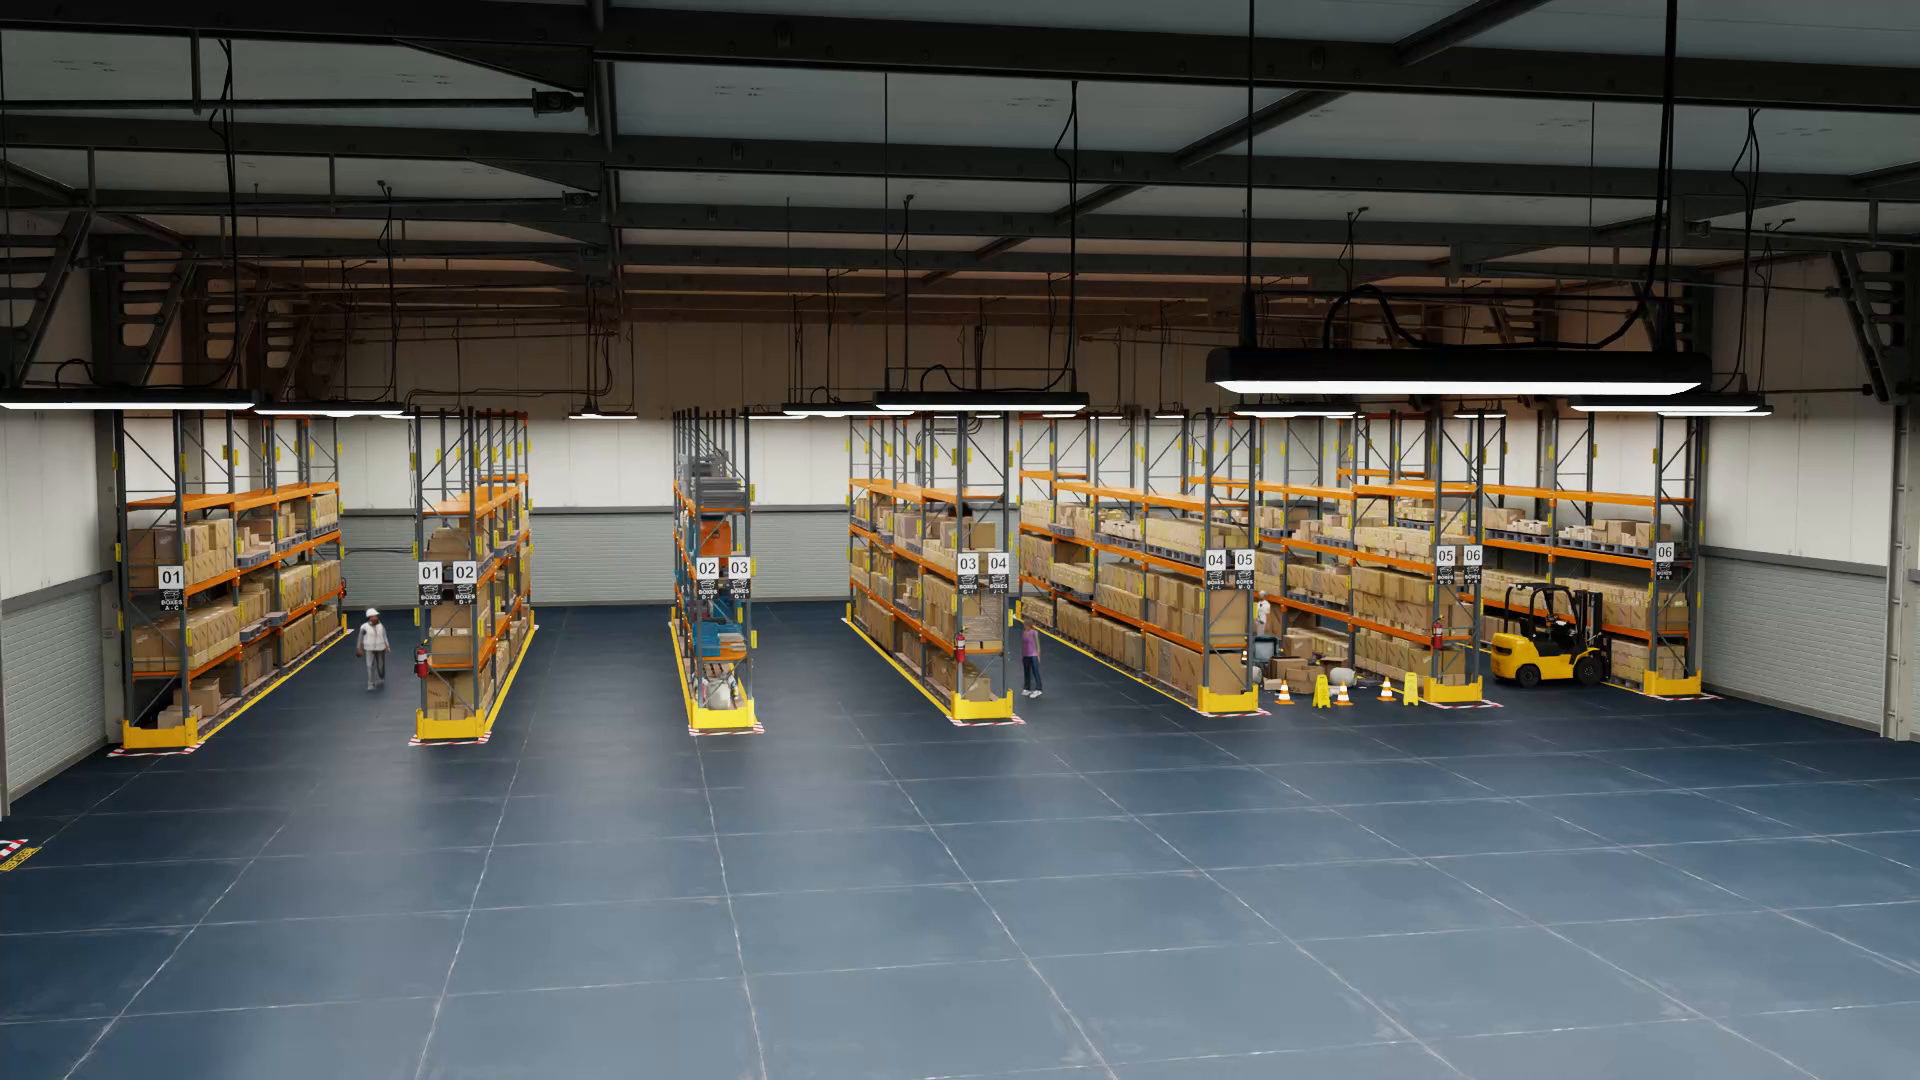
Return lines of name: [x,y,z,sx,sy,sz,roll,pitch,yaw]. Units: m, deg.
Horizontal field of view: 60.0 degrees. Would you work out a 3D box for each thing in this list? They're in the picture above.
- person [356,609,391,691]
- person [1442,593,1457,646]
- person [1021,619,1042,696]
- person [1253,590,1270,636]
person: [-12.562,2.334,35.616,0.705,1.732,1.066,-1,4,-15]
person: [11.298,2.087,38.565,0.534,1.770,0.622,2,5,26]
person: [1.476,2.449,34.789,0.517,1.599,0.371,3,5,40]
person: [7.297,2.048,40.164,0.428,1.666,0.513,0,4,6]
